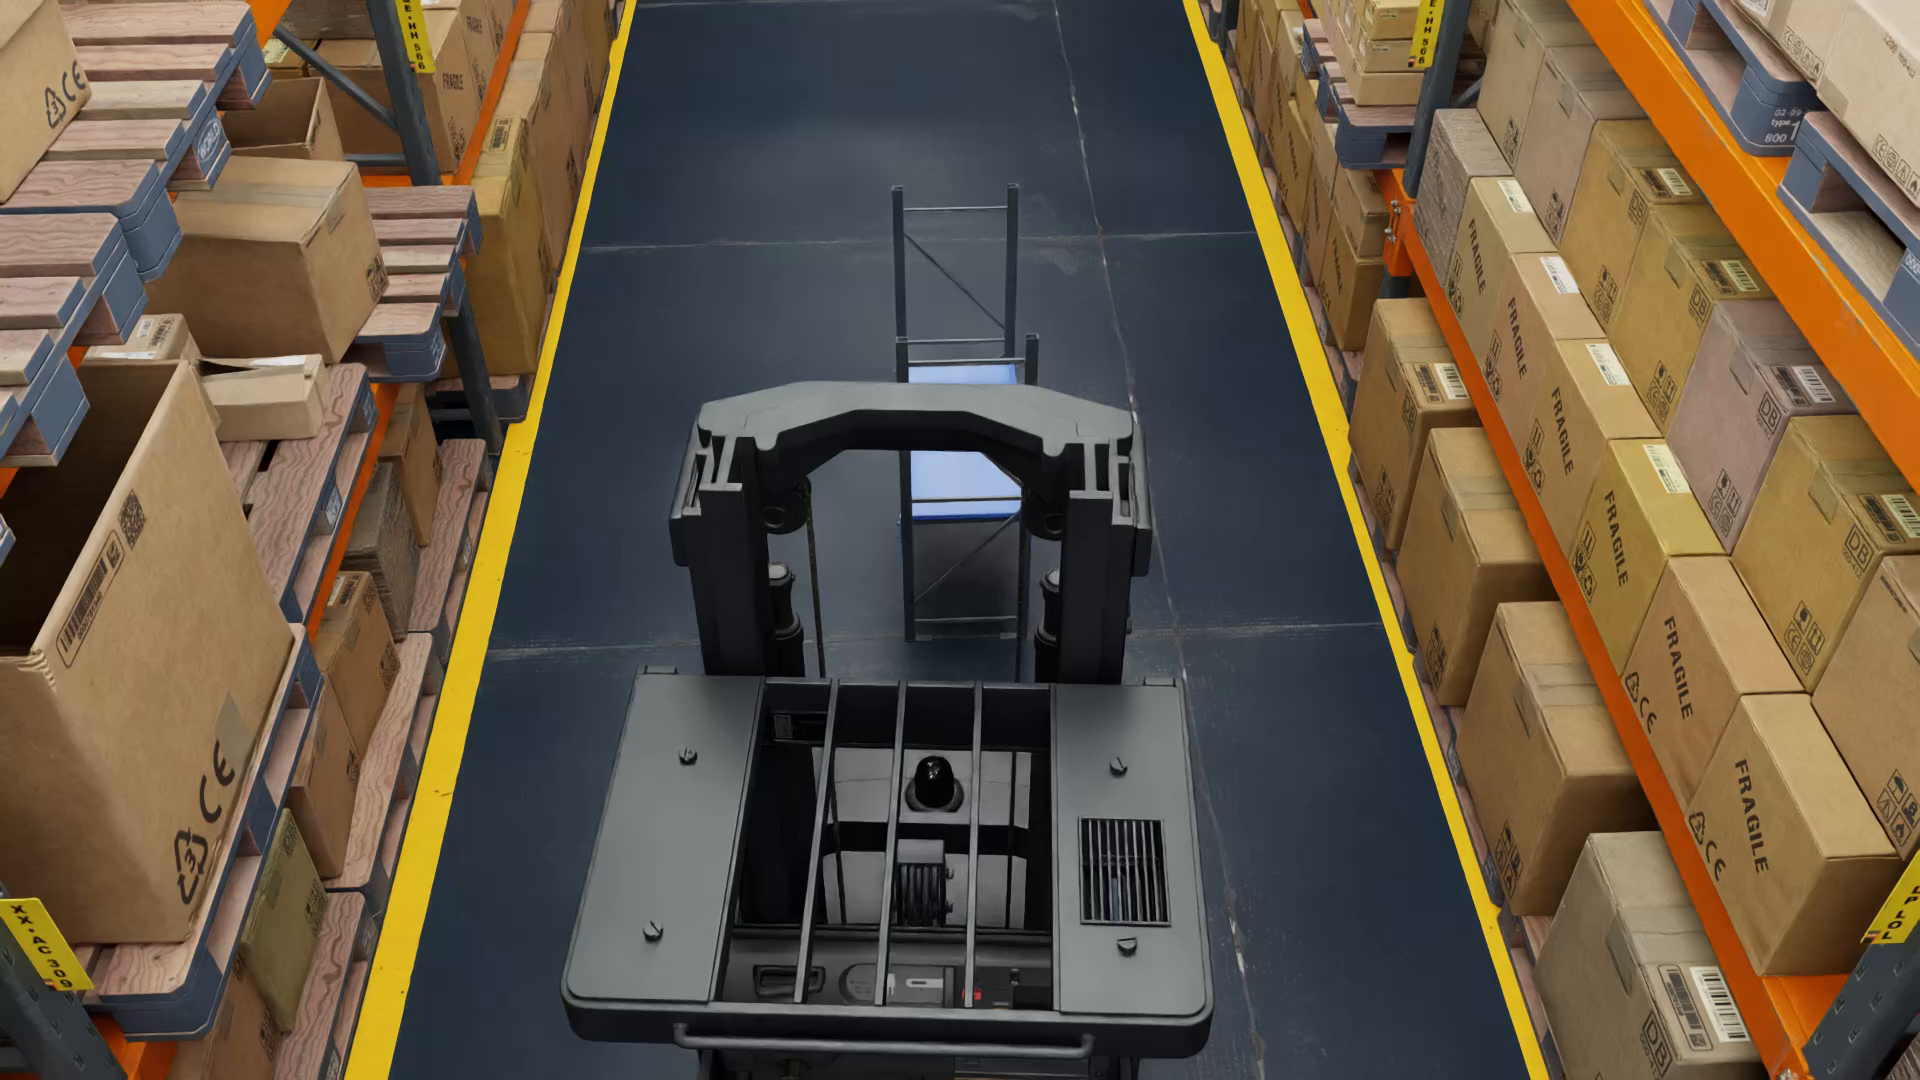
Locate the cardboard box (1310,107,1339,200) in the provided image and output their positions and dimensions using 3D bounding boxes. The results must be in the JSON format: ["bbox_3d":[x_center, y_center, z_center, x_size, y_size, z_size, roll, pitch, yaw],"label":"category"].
[{"bbox_3d":[2.013,-1.893,8.079,0.500,0.250,0.500,-1,43,-1],"label":"cardboard box"}]

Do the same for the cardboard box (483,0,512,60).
[{"bbox_3d":[-2.422,-2.581,7.772,0.500,0.500,0.500,-2,43,-3],"label":"cardboard box"}]

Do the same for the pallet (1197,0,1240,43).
[{"bbox_3d":[2.103,-3.713,11.145,1.003,0.211,1.213,-2,43,-2],"label":"pallet"}]

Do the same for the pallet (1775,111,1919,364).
[{"bbox_3d":[2.418,-0.541,3.542,0.805,0.209,1.217,-3,43,-4],"label":"pallet"}]

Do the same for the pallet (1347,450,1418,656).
[{"bbox_3d":[2.295,-0.026,7.122,1.003,0.211,1.213,-2,43,-2],"label":"pallet"}]

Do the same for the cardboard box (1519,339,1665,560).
[{"bbox_3d":[2.150,-0.294,5.277,0.500,0.500,0.500,-2,43,-2],"label":"cardboard box"}]

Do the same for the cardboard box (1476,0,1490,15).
[{"bbox_3d":[2.488,-2.456,7.364,0.380,0.149,0.250,-3,43,-3],"label":"cardboard box"}]

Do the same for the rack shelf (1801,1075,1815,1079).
[{"bbox_3d":[2.591,2.727,2.587,1.077,0.370,4.000,-2,43,-2],"label":"rack shelf"}]

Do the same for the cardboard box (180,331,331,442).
[{"bbox_3d":[-2.283,-0.502,5.366,0.396,0.266,0.258,-3,43,-3],"label":"cardboard box"}]

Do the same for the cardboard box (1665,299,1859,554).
[{"bbox_3d":[2.434,-0.317,4.562,0.700,0.500,0.500,-1,43,-1],"label":"cardboard box"}]

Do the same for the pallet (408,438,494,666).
[{"bbox_3d":[-2.592,0.041,7.049,1.003,0.211,1.213,-2,43,-2],"label":"pallet"}]

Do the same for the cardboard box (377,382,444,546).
[{"bbox_3d":[-2.575,-0.303,6.885,0.700,0.500,0.500,-4,43,-4],"label":"cardboard box"}]

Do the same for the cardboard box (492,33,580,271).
[{"bbox_3d":[-2.662,-1.954,8.424,1.225,0.875,0.875,-2,43,-2],"label":"cardboard box"}]

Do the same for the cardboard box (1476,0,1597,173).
[{"bbox_3d":[2.345,-1.691,6.060,0.700,0.500,0.500,-2,43,-2],"label":"cardboard box"}]

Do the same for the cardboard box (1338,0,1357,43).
[{"bbox_3d":[1.847,-2.261,7.152,0.380,0.149,0.250,0,43,0],"label":"cardboard box"}]

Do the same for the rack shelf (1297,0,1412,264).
[{"bbox_3d":[2.251,-2.673,8.479,1.077,0.370,4.000,-2,43,-2],"label":"rack shelf"}]

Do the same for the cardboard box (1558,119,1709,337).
[{"bbox_3d":[2.392,-1.003,5.310,0.700,0.500,0.500,-2,43,-2],"label":"cardboard box"}]

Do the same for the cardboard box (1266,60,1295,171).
[{"bbox_3d":[1.993,-2.305,9.084,0.500,0.500,0.500,-1,43,-1],"label":"cardboard box"}]

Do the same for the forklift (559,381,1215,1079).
[{"bbox_3d":[-0.110,1.222,3.748,1.130,2.935,3.031,1,43,1],"label":"forklift"}]

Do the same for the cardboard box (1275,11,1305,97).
[{"bbox_3d":[1.976,-2.588,8.838,0.500,0.250,0.500,0,43,0],"label":"cardboard box"}]

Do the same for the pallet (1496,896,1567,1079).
[{"bbox_3d":[2.398,1.621,5.325,1.003,0.211,1.213,-2,43,-2],"label":"pallet"}]

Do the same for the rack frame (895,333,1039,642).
[{"bbox_3d":[0.025,-0.152,6.306,0.500,1.500,0.032,-2,43,-2],"label":"rack frame"}]

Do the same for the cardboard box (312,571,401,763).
[{"bbox_3d":[-2.508,0.453,6.060,0.700,0.500,0.500,2,43,2],"label":"cardboard box"}]

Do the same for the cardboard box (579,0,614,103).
[{"bbox_3d":[-2.746,-3.155,9.734,1.225,0.875,0.875,-2,43,-2],"label":"cardboard box"}]

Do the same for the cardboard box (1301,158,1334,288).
[{"bbox_3d":[2.029,-1.609,8.325,0.500,0.500,0.500,0,43,0],"label":"cardboard box"}]

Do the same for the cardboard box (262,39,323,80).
[{"bbox_3d":[-2.892,-1.877,7.004,0.500,0.500,0.500,0,43,0],"label":"cardboard box"}]

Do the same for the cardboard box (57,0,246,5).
[{"bbox_3d":[-2.305,-1.577,4.642,0.500,0.250,0.500,-1,43,-1],"label":"cardboard box"}]

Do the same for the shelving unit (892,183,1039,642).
[{"bbox_3d":[0.004,-0.495,6.680,0.538,1.500,1.048,-2,43,-2],"label":"shelving unit"}]

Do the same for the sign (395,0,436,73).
[{"bbox_3d":[-2.082,-1.934,6.342,0.100,0.325,0.005,-2,43,-2],"label":"sign"}]

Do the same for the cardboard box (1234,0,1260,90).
[{"bbox_3d":[1.933,-3.016,9.859,0.500,0.500,0.500,0,43,0],"label":"cardboard box"}]

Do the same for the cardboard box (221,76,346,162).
[{"bbox_3d":[-2.561,-1.343,6.110,0.500,0.500,0.500,-6,43,-7],"label":"cardboard box"}]

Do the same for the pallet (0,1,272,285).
[{"bbox_3d":[-2.421,-0.970,4.008,1.213,0.211,1.003,-2,43,-2],"label":"pallet"}]

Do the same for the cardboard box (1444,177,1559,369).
[{"bbox_3d":[2.110,-0.971,6.016,0.500,0.500,0.500,-2,43,-2],"label":"cardboard box"}]

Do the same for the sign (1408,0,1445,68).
[{"bbox_3d":[1.795,-1.964,6.375,0.100,0.325,0.005,-2,43,-2],"label":"sign"}]

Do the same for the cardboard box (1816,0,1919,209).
[{"bbox_3d":[2.234,-0.957,3.581,0.500,0.250,0.500,-2,43,-2],"label":"cardboard box"}]

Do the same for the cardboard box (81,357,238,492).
[{"bbox_3d":[-2.620,-0.174,4.833,0.797,0.503,0.637,2,43,3],"label":"cardboard box"}]

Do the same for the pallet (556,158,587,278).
[{"bbox_3d":[-2.630,-1.842,9.104,1.003,0.211,1.213,-2,43,-2],"label":"pallet"}]

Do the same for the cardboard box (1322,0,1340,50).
[{"bbox_3d":[1.836,-2.312,7.427,0.380,0.149,0.250,-1,43,-1],"label":"cardboard box"}]

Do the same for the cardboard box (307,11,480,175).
[{"bbox_3d":[-2.372,-1.887,7.015,0.500,0.500,0.500,0,43,-1],"label":"cardboard box"}]

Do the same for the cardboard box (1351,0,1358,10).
[{"bbox_3d":[1.849,-2.357,7.037,0.380,0.149,0.250,-2,43,-2],"label":"cardboard box"}]

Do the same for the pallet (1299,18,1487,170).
[{"bbox_3d":[2.200,-1.996,7.349,1.213,0.211,1.003,-2,43,-2],"label":"pallet"}]

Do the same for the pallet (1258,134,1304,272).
[{"bbox_3d":[2.256,-1.910,9.177,1.003,0.211,1.213,-2,43,-2],"label":"pallet"}]

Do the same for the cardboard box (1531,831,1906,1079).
[{"bbox_3d":[2.390,1.370,4.890,1.050,0.750,0.750,-2,43,-2],"label":"cardboard box"}]

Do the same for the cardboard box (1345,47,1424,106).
[{"bbox_3d":[1.856,-1.970,7.055,0.380,0.149,0.250,-1,43,-1],"label":"cardboard box"}]

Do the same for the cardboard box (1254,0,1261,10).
[{"bbox_3d":[1.934,-3.292,9.606,0.500,0.250,0.500,-3,43,-4],"label":"cardboard box"}]

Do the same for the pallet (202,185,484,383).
[{"bbox_3d":[-2.487,-0.966,6.225,1.213,0.211,1.003,-2,43,-2],"label":"pallet"}]

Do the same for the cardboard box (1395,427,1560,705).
[{"bbox_3d":[2.313,0.090,6.286,1.050,0.750,0.750,-1,43,-1],"label":"cardboard box"}]

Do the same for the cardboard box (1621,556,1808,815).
[{"bbox_3d":[2.196,0.389,4.531,0.500,0.500,0.500,-2,43,-2],"label":"cardboard box"}]

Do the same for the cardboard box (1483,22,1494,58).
[{"bbox_3d":[2.508,-2.140,7.239,0.380,0.149,0.250,0,43,0],"label":"cardboard box"}]

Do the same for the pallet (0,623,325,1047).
[{"bbox_3d":[-2.341,0.737,4.368,1.003,0.211,1.213,-2,43,-2],"label":"pallet"}]

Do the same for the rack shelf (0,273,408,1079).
[{"bbox_3d":[-2.539,0.101,5.452,1.077,0.370,4.000,-2,43,-2],"label":"rack shelf"}]

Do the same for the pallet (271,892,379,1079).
[{"bbox_3d":[-2.488,1.688,5.252,1.003,0.211,1.213,-2,43,-2],"label":"pallet"}]

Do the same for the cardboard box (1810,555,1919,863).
[{"bbox_3d":[2.479,0.371,3.811,0.700,0.500,0.500,-2,43,-3],"label":"cardboard box"}]

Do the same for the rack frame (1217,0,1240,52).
[{"bbox_3d":[2.166,-4.289,9.709,1.000,3.000,0.127,-2,43,-2],"label":"rack frame"}]

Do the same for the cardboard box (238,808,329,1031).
[{"bbox_3d":[-2.460,1.208,5.237,0.700,0.500,0.500,-2,43,-2],"label":"cardboard box"}]

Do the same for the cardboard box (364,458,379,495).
[{"bbox_3d":[-2.532,-0.222,6.242,0.500,0.250,0.500,3,43,3],"label":"cardboard box"}]
